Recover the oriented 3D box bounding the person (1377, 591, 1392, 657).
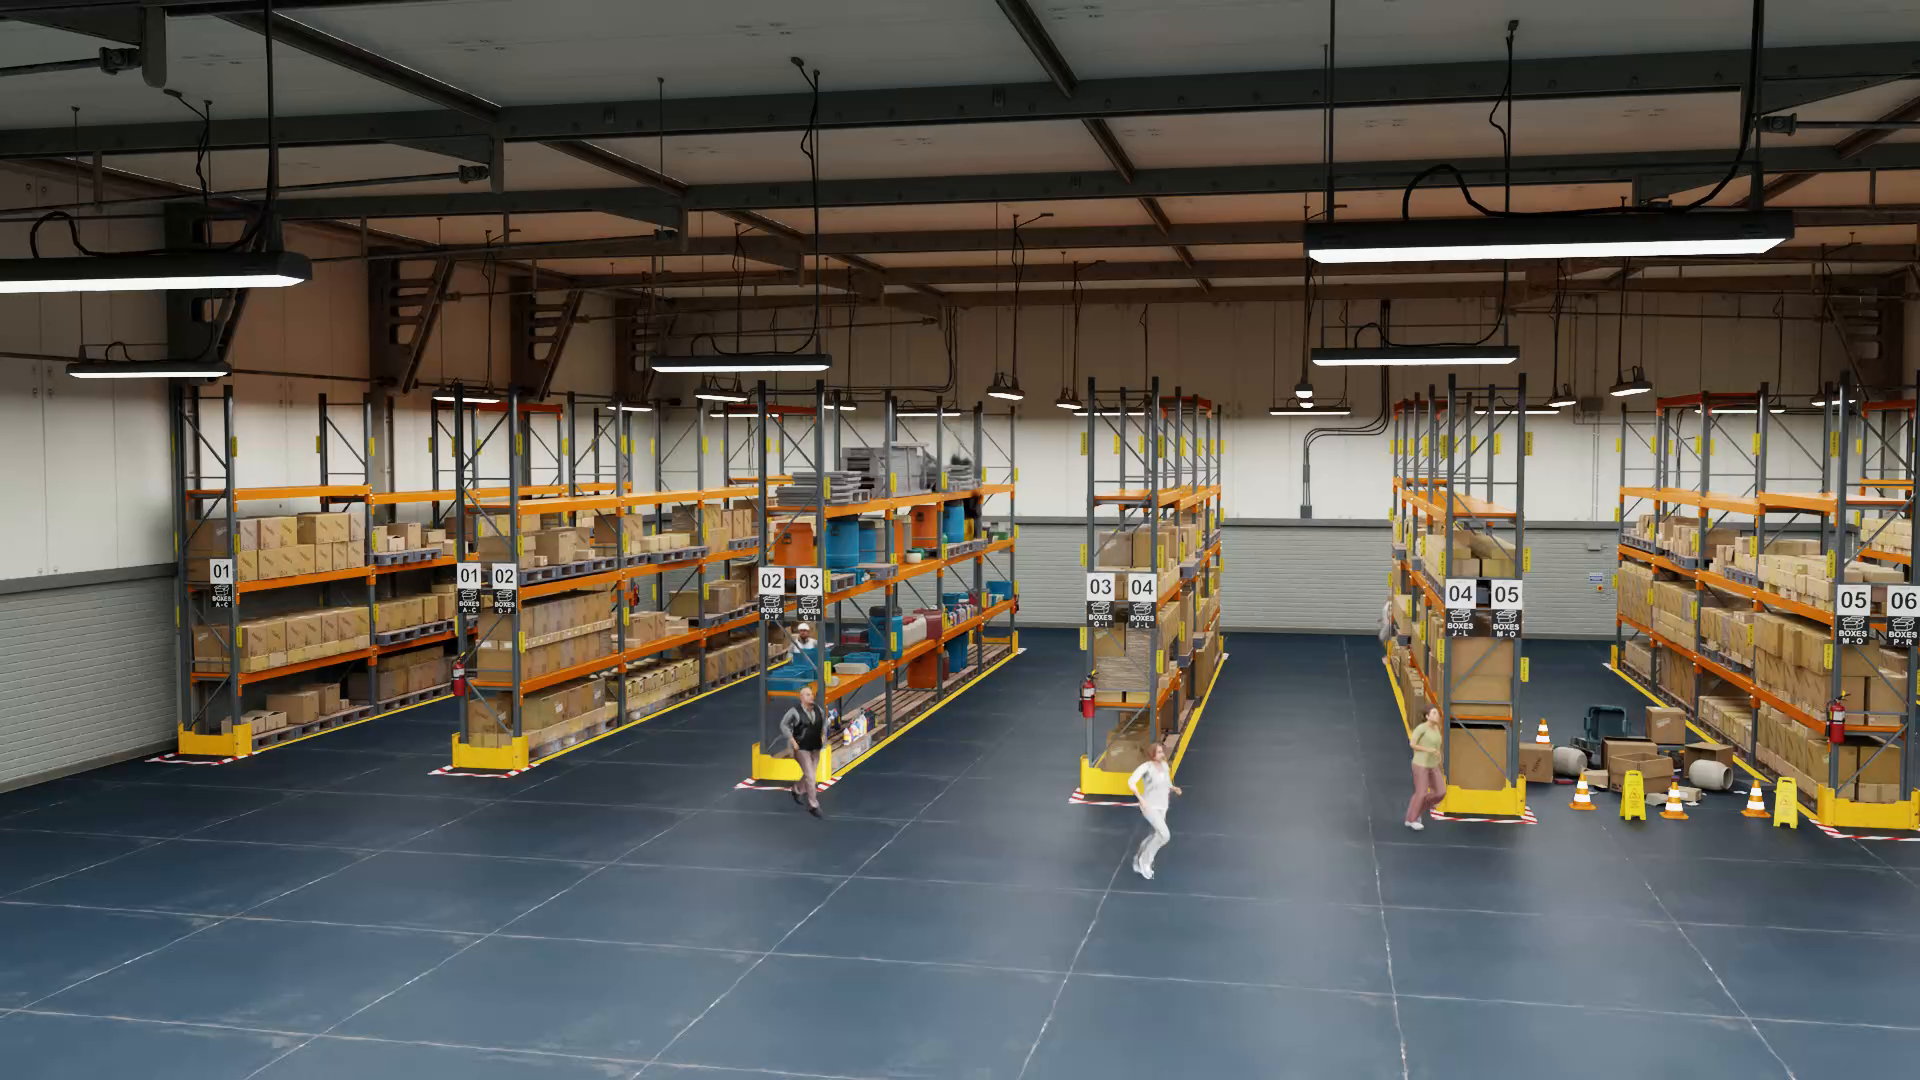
[{"bbox_3d":[10.163,1.999,39.392,0.542,1.615,0.647,0,3,-9],"label":"person"}]

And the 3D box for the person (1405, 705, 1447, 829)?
[{"bbox_3d":[6.161,2.968,21.780,0.594,1.624,0.553,-2,4,-30],"label":"person"}]

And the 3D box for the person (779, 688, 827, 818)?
[{"bbox_3d":[-2.104,2.872,22.695,0.670,1.721,0.857,-3,4,-39],"label":"person"}]

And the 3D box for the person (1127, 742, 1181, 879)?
[{"bbox_3d":[2.278,3.130,19.254,0.512,1.578,0.622,-3,4,-44],"label":"person"}]

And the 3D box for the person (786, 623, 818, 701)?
[{"bbox_3d":[-2.858,2.428,30.443,0.638,1.828,0.763,1,3,13],"label":"person"}]
